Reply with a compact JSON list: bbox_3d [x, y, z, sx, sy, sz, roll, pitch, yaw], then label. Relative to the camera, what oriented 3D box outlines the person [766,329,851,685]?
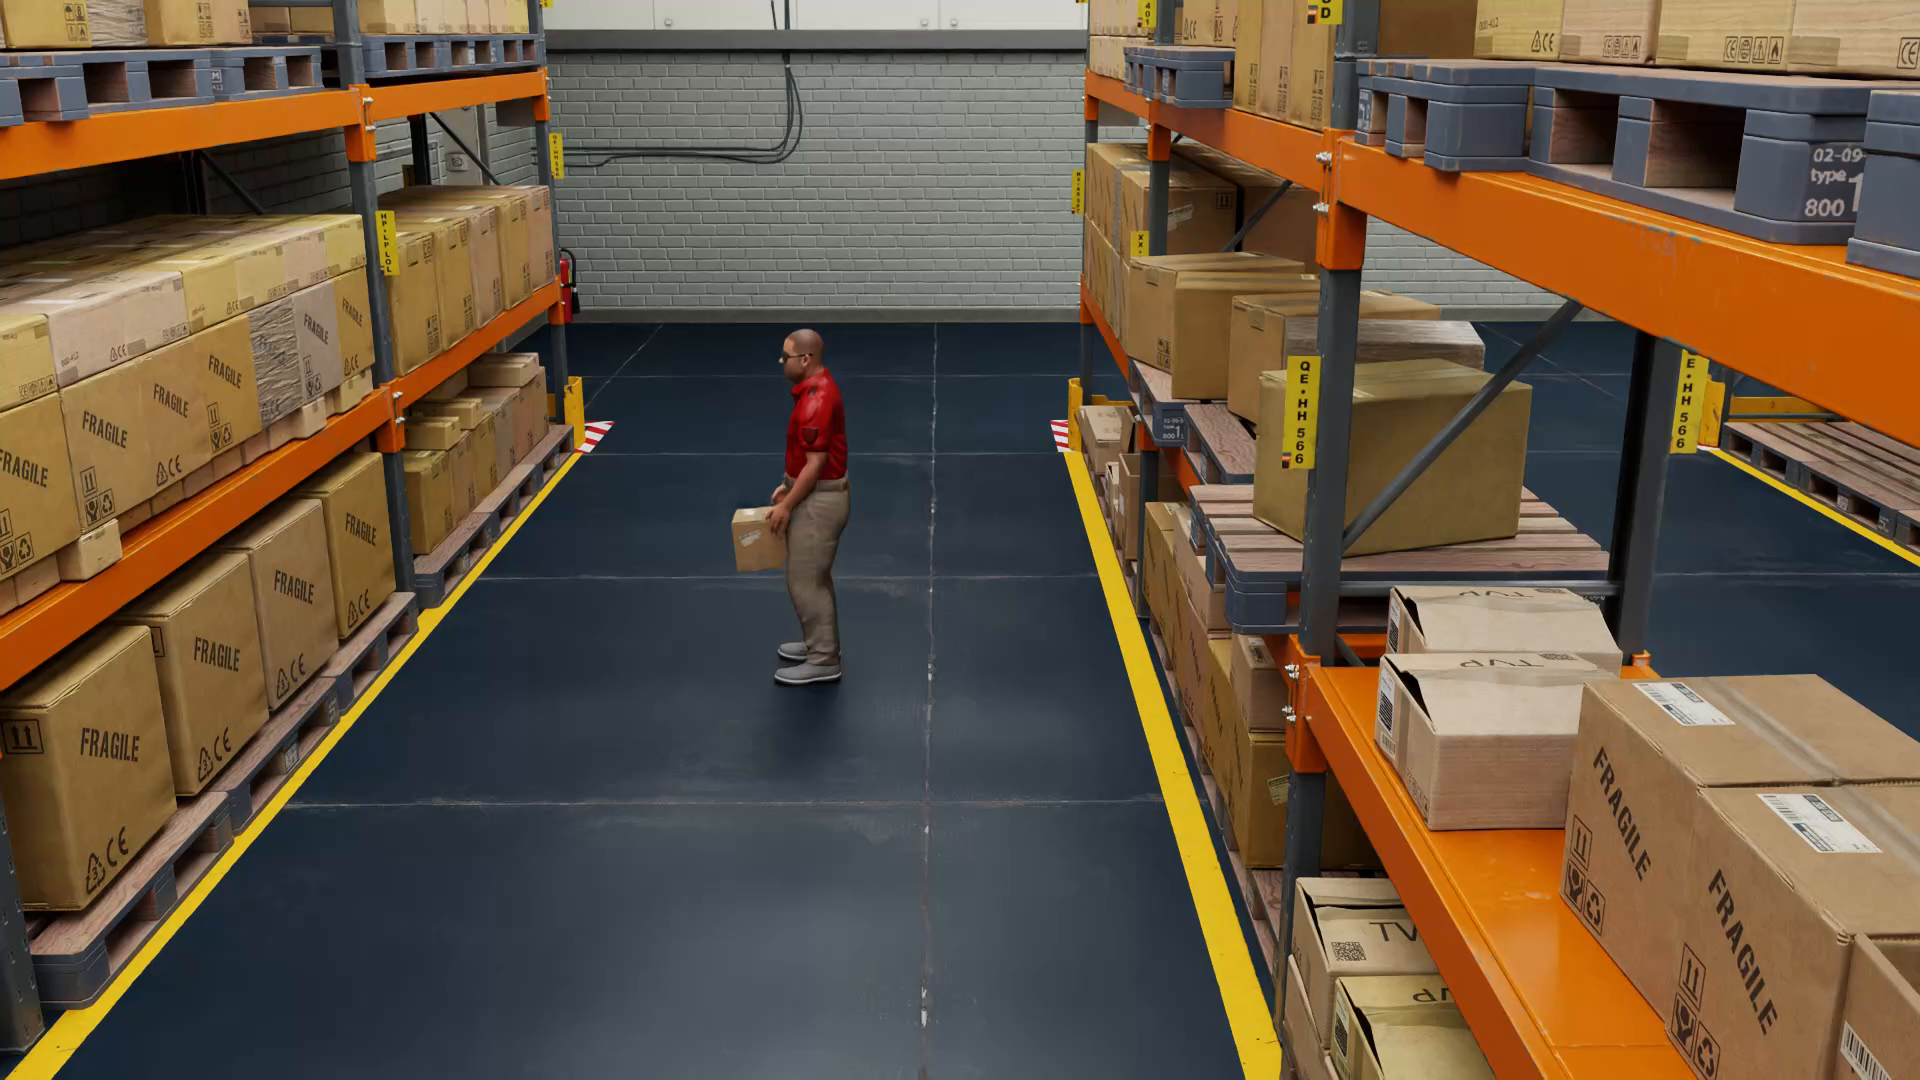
[{"bbox_3d":[-0.738,-0.172,8.118,0.405,1.733,0.547,-1,17,-2],"label":"person"}]
